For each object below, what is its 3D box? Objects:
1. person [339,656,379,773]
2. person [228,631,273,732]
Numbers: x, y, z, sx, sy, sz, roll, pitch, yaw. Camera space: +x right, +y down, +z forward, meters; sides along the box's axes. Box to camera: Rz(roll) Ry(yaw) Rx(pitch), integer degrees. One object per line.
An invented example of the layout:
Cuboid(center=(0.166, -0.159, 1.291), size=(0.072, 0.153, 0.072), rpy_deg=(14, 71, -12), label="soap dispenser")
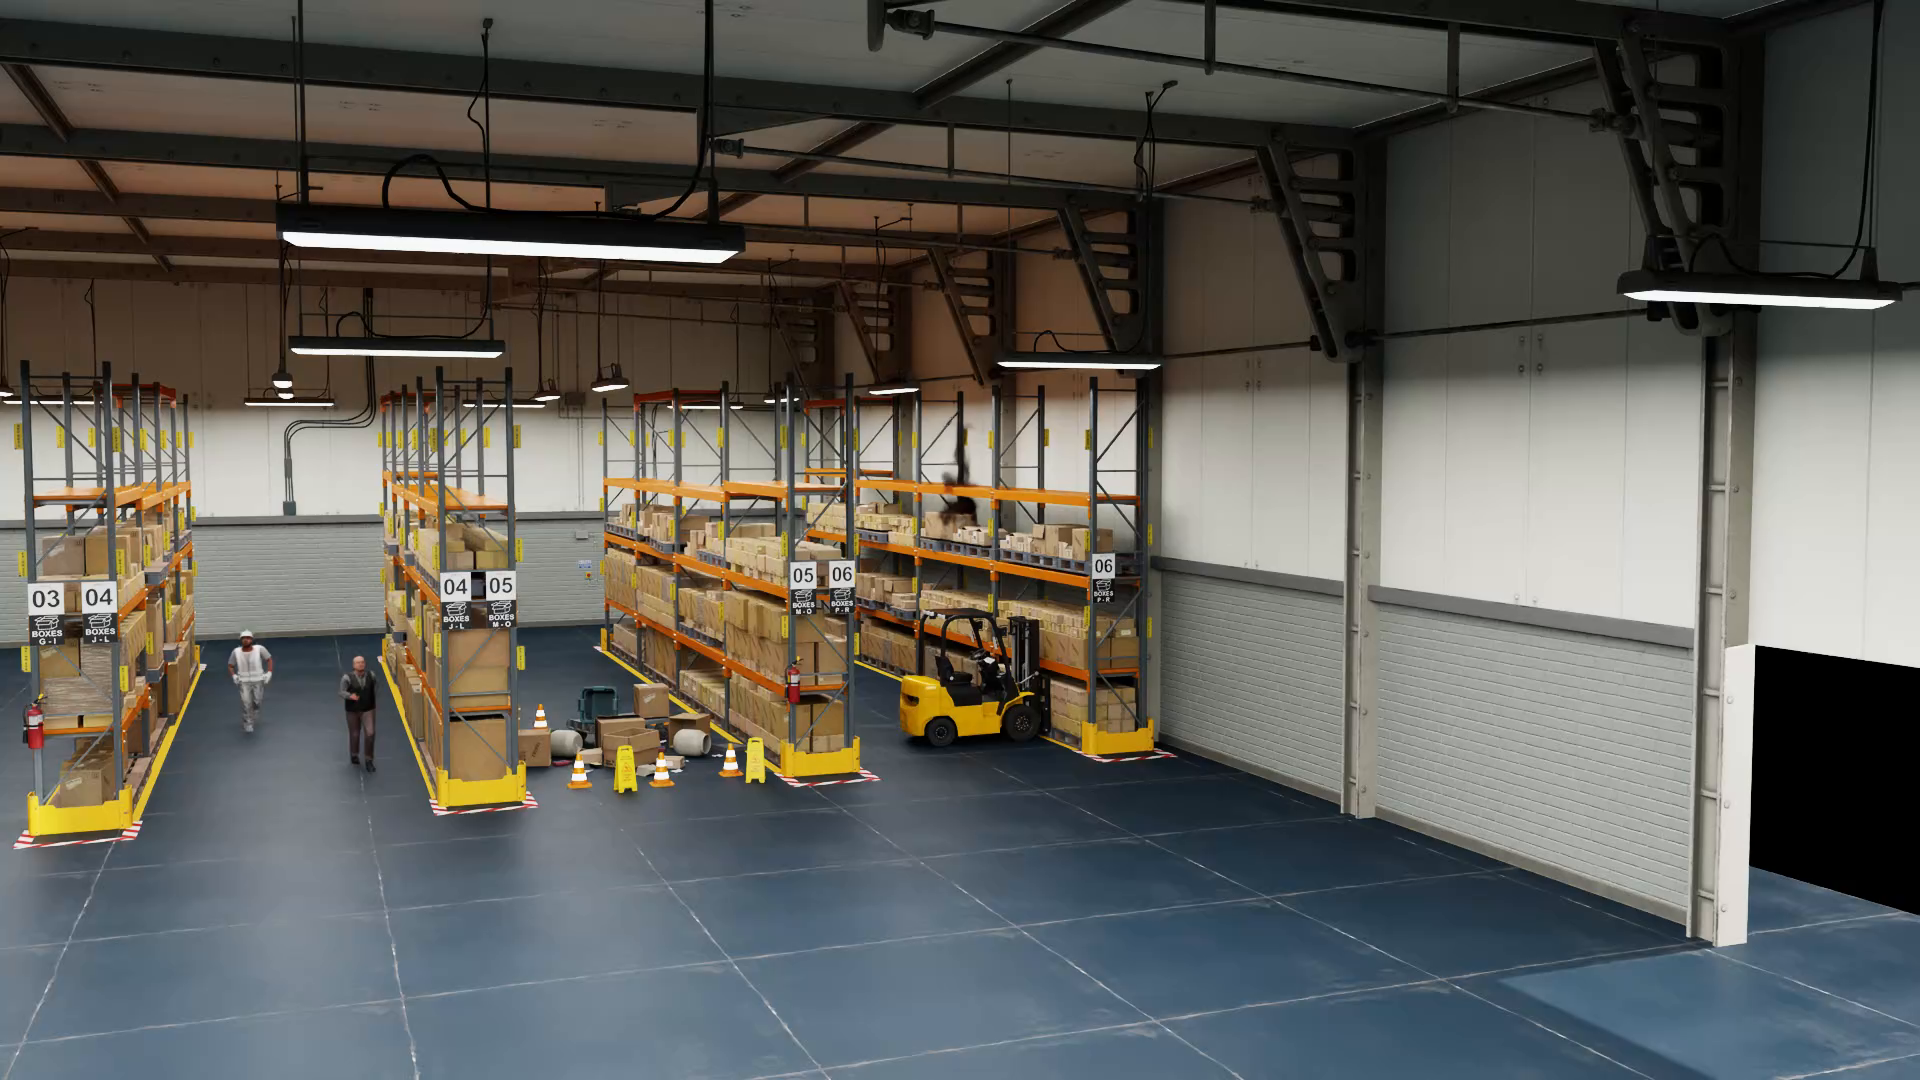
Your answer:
Cuboid(center=(-9.100, 2.632, 25.206), size=(0.598, 1.770, 0.830), rpy_deg=(-2, 4, -24), label="person")
Cuboid(center=(-12.168, 2.418, 28.515), size=(0.711, 1.748, 0.670), rpy_deg=(-1, 4, -19), label="person")
